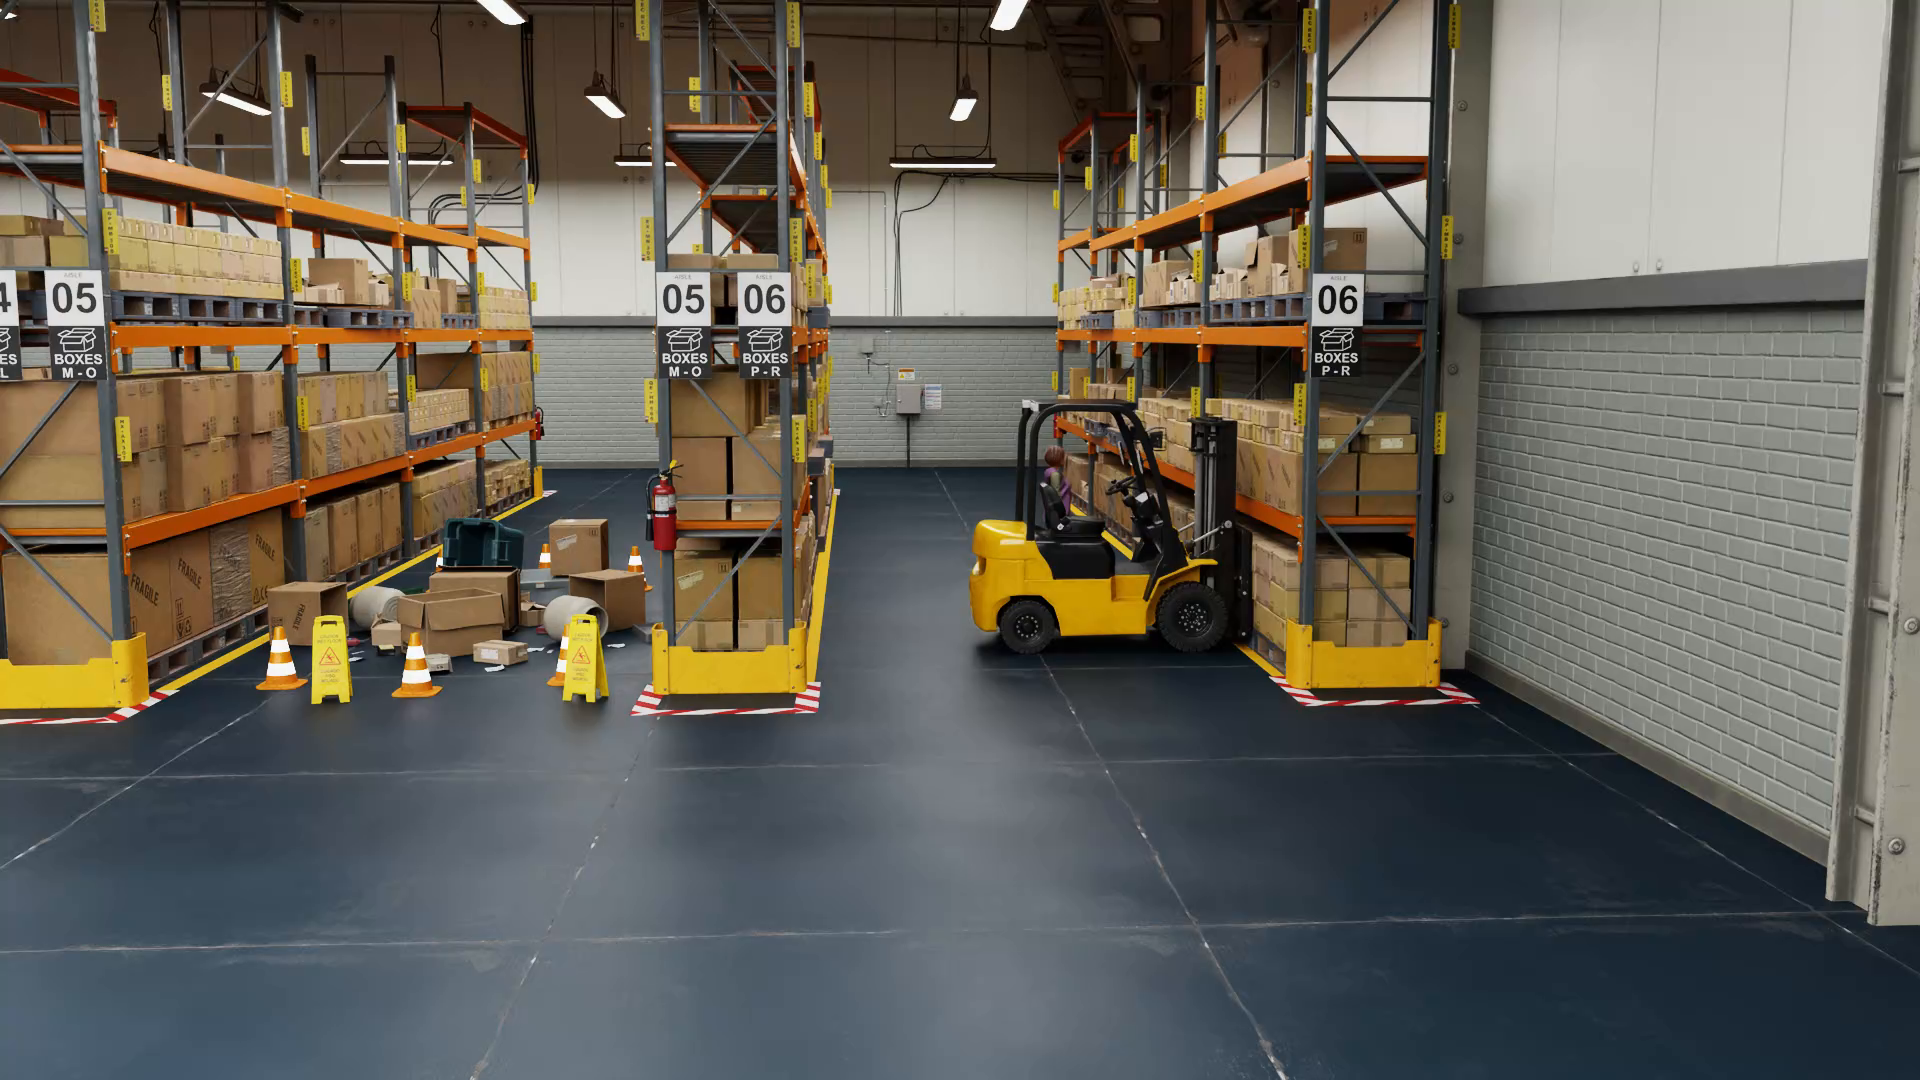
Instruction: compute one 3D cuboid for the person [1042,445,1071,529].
[{"bbox_3d":[1.010,-0.182,17.349,0.360,1.586,0.405,0,7,-2],"label":"person"}]
